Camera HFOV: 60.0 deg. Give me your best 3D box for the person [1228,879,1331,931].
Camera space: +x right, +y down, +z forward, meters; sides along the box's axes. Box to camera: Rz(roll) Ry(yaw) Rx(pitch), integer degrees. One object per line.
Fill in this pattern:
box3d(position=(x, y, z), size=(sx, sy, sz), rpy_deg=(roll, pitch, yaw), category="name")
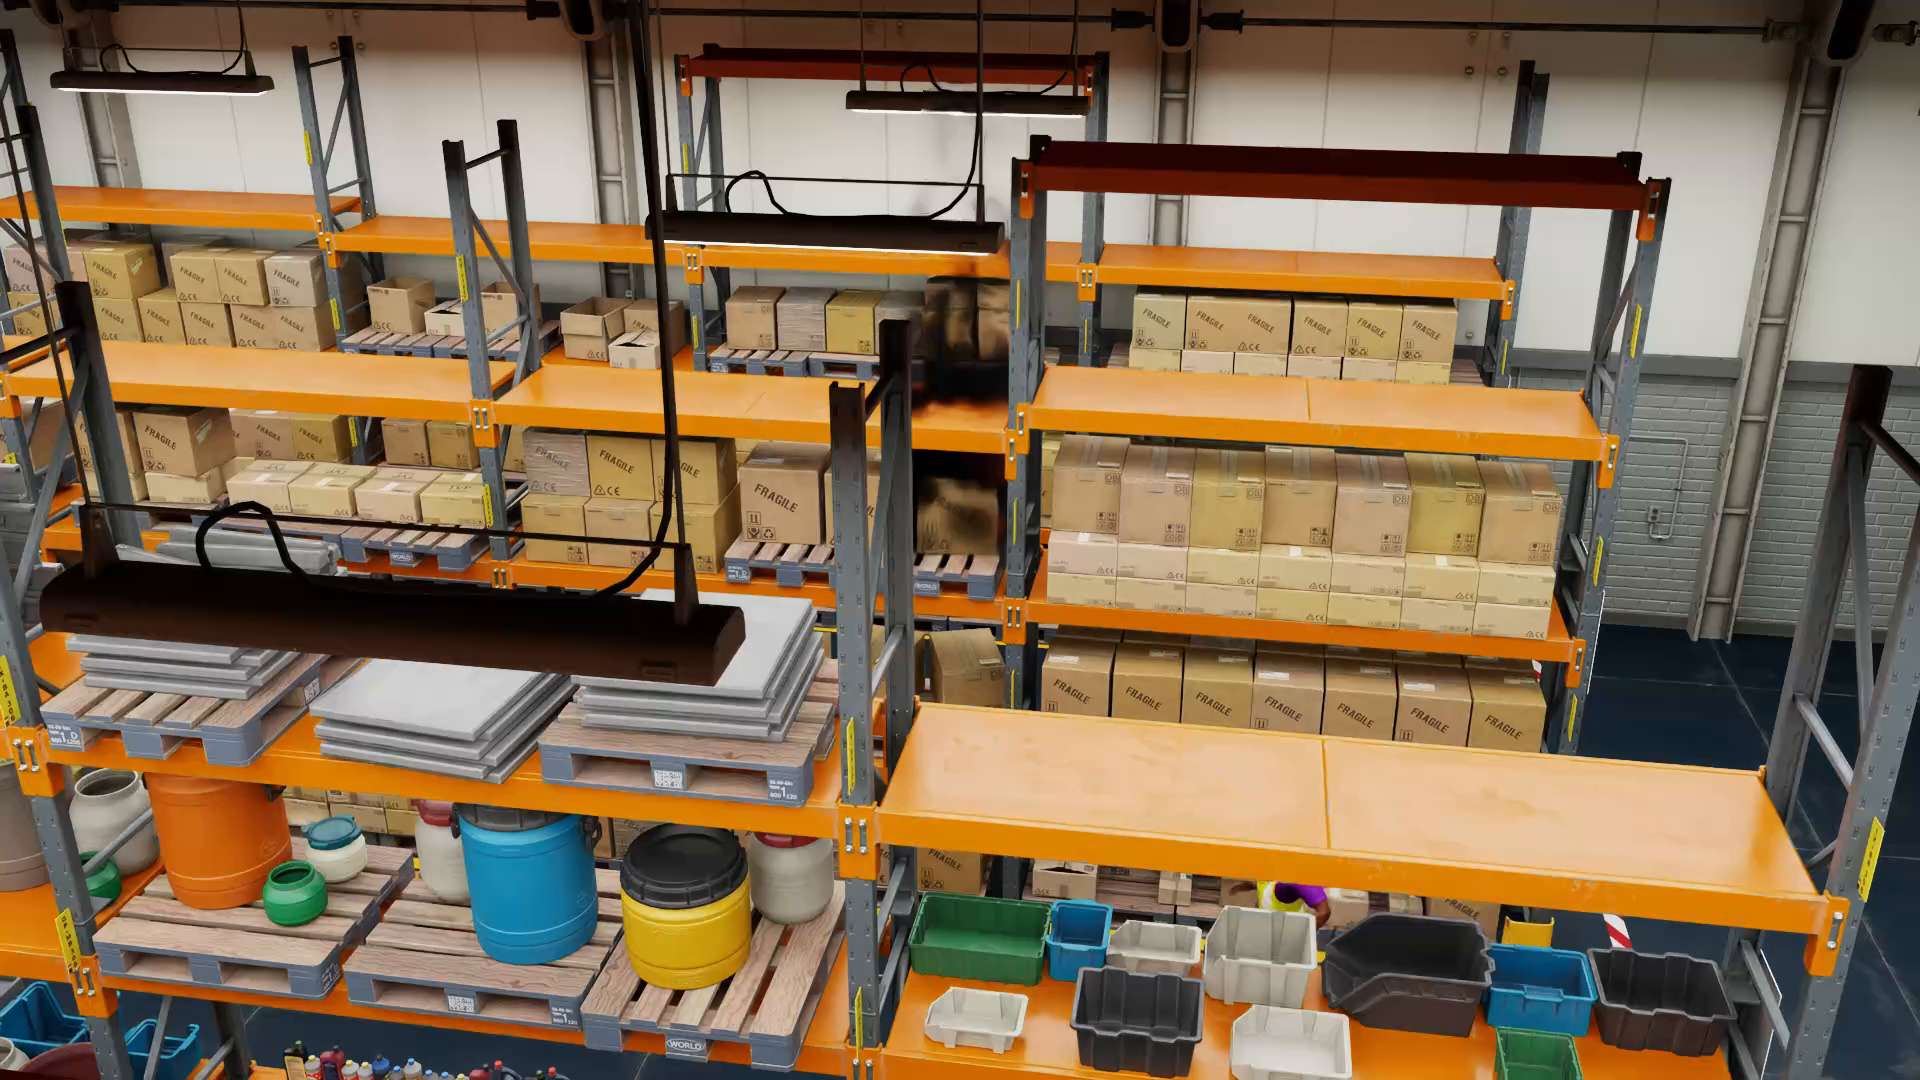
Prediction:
box3d(position=(2.142, 2.652, 11.212), size=(0.687, 1.830, 0.704), rpy_deg=(3, 23, 7), category="person")
